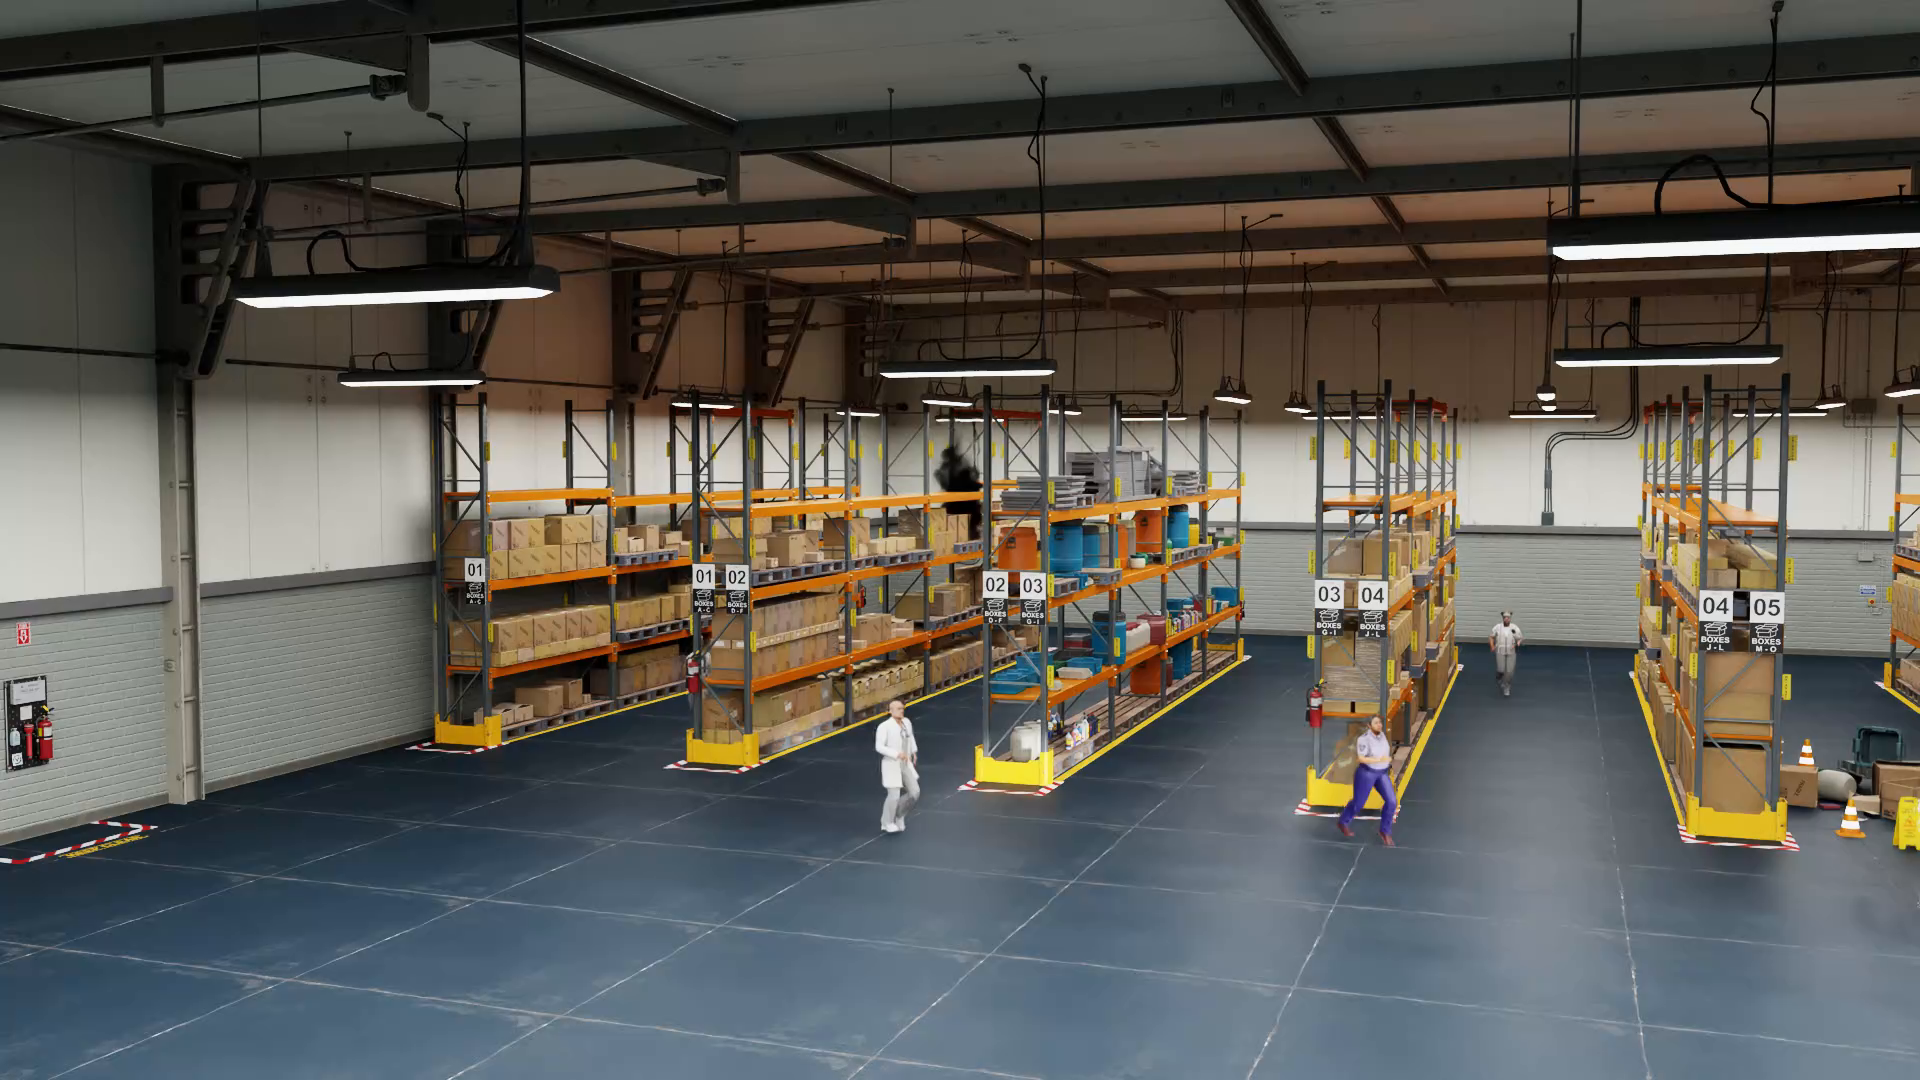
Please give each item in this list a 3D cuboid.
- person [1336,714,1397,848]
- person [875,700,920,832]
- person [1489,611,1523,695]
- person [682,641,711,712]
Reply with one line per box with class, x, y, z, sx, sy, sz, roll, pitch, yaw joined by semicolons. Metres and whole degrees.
person;5.246;3.064;21.260;0.609;1.689;0.876;-2;3;-28
person;-0.774;2.975;21.698;0.747;1.741;0.680;-3;4;-41
person;11.241;2.317;34.246;0.663;1.743;0.598;1;3;16
person;-4.649;2.596;29.602;0.609;1.641;0.886;0;3;6
